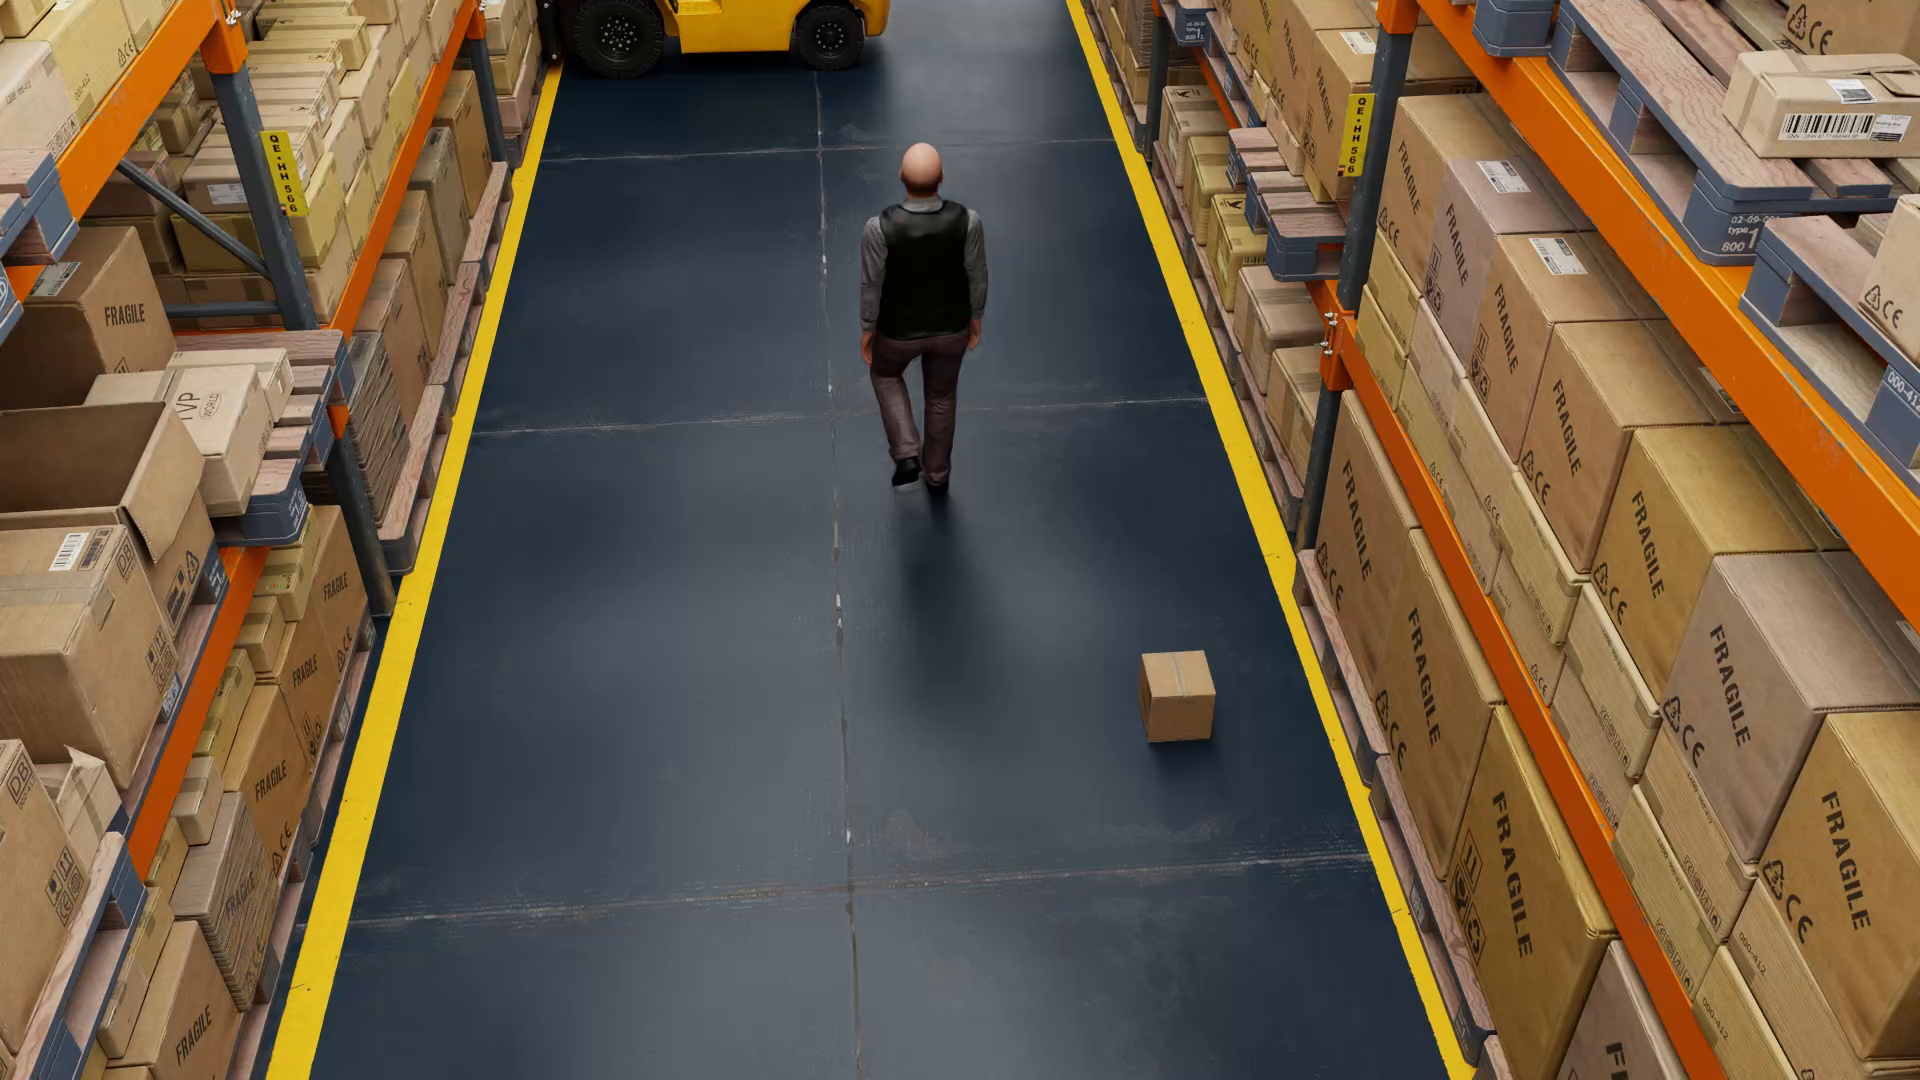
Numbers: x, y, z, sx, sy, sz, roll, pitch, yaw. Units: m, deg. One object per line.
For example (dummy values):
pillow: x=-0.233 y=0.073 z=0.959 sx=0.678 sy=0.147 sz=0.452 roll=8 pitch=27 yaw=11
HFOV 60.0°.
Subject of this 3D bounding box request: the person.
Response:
person: x=-0.165 y=-0.960 z=7.324 sx=0.565 sy=1.714 sz=0.463 roll=-5 pitch=39 yaw=-7
